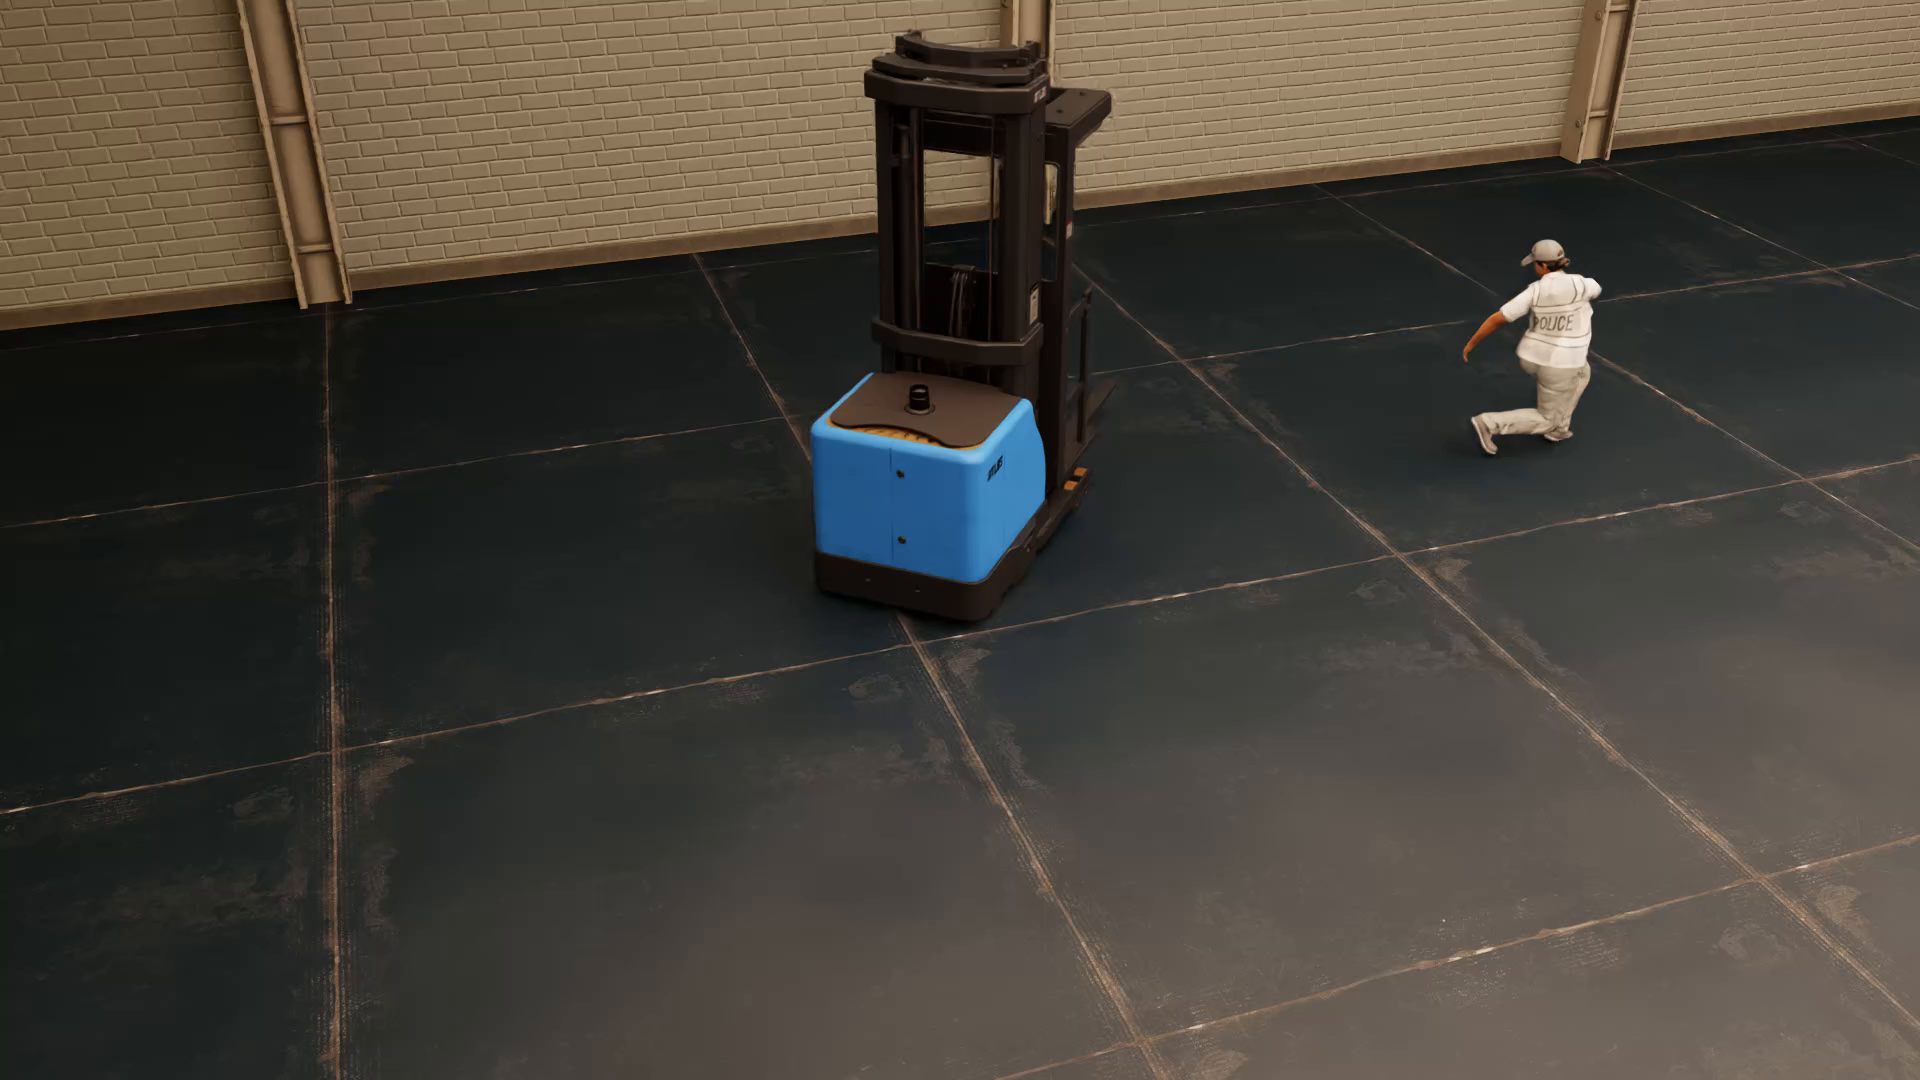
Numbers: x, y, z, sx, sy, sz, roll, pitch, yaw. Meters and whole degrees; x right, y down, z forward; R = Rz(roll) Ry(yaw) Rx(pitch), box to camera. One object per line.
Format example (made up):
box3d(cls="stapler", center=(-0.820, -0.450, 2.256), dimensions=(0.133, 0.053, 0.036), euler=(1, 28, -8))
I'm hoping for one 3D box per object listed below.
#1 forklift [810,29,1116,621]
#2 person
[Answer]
box3d(cls="forklift", center=(0.197, -1.544, 9.771), dimensions=(1.130, 2.935, 3.031), euler=(11, 32, 19))
box3d(cls="person", center=(3.755, -1.251, 10.853), dimensions=(0.915, 1.433, 0.660), euler=(-17, 34, -26))
